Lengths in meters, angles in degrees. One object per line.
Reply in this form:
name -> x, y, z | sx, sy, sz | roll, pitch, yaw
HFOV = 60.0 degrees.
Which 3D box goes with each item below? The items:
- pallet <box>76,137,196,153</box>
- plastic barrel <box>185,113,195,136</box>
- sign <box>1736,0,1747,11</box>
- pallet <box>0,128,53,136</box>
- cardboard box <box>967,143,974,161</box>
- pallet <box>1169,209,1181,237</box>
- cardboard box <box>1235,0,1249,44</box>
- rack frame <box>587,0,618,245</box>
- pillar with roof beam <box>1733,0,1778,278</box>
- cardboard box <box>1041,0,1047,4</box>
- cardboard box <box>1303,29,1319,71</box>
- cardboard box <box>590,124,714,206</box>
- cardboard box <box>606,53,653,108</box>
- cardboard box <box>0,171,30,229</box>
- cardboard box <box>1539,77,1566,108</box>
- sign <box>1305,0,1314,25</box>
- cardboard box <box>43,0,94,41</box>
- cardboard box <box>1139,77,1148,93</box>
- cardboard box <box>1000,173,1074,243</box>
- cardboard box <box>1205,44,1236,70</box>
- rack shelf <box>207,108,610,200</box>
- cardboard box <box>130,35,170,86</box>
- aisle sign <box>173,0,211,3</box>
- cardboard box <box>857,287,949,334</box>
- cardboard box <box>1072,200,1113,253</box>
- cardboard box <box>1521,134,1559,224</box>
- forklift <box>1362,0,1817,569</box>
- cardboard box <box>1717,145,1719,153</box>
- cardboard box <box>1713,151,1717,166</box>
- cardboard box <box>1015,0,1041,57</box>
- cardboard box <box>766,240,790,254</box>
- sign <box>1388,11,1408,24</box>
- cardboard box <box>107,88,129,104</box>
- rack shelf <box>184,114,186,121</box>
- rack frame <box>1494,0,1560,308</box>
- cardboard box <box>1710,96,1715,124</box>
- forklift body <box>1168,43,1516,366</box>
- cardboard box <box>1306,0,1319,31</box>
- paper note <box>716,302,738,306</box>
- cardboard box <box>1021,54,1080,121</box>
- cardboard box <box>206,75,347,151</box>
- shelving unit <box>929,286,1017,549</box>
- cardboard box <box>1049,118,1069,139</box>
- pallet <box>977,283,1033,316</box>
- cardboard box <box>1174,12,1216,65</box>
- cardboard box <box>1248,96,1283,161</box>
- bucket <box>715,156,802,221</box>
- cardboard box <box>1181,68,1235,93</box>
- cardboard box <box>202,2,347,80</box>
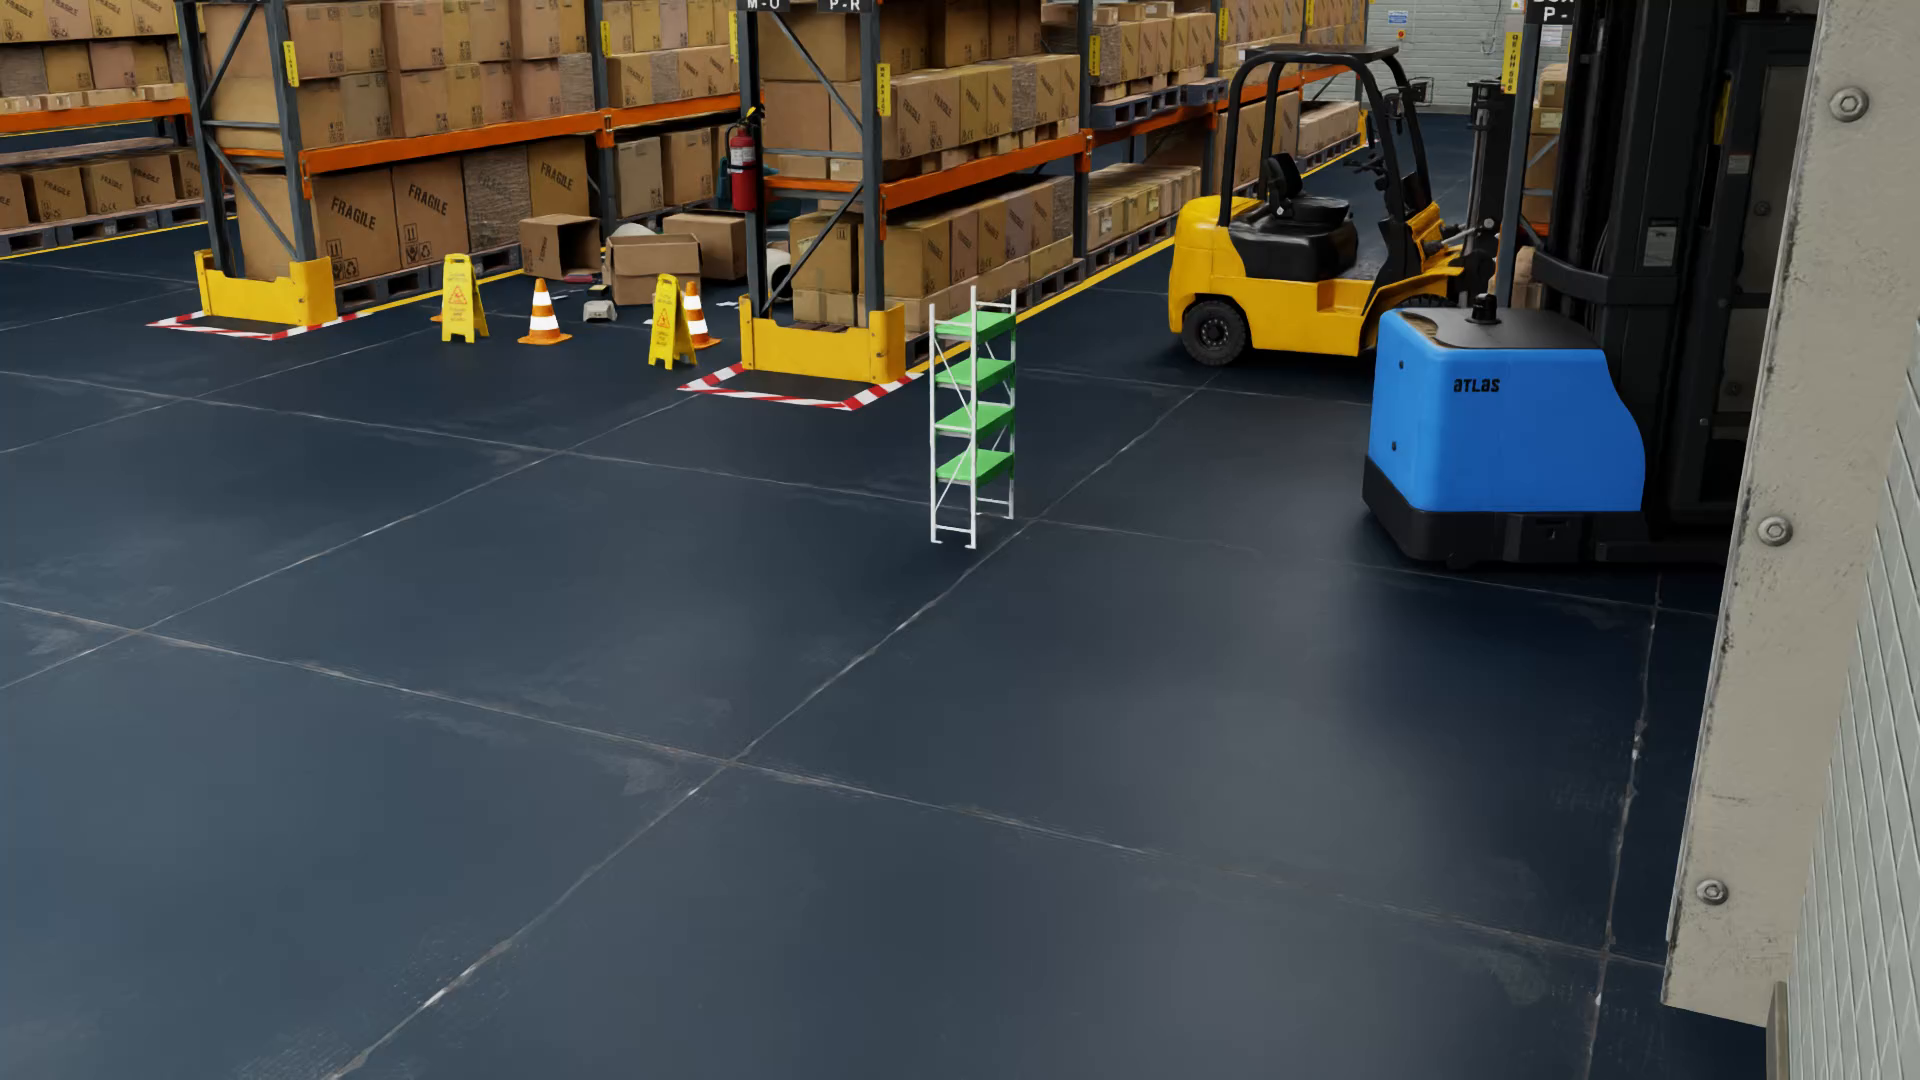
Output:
pallet -> -11.628, -5.516, 23.526 | 1.003, 0.211, 1.213 | 9, 21, 23
plastic barrel -> -11.090, -6.388, 24.430 | 0.600, 0.830, 0.708 | 9, 21, 23
sign -> 8.960, -6.035, 19.096 | 0.100, 0.325, 0.005 | 9, 21, 23
pallet -> -15.452, -6.651, 26.718 | 1.003, 0.211, 1.213 | 9, 21, 23
cardboard box -> -0.116, -2.926, 12.458 | 0.380, 0.149, 0.250 | 9, 22, 25
pallet -> 1.963, -3.469, 17.771 | 1.003, 0.211, 1.213 | 9, 21, 23
cardboard box -> 2.904, -5.810, 18.550 | 0.500, 0.500, 0.500 | 9, 21, 23
rack frame -> -3.911, -4.447, 16.360 | 1.000, 3.000, 0.127 | 9, 21, 23
pillar with roof beam -> 3.175, -7.237, 15.250 | 9.100, 9.000, 0.400 | 9, 21, 23
cardboard box -> 1.043, -8.600, 25.951 | 0.500, 0.500, 0.500 | 8, 21, 22
cardboard box -> 4.354, -6.399, 21.699 | 0.500, 0.500, 0.500 | 9, 22, 24
cardboard box -> -3.340, -4.081, 18.062 | 1.050, 0.750, 0.750 | 9, 21, 23
cardboard box -> -3.450, -4.618, 16.691 | 0.500, 0.500, 0.500 | 9, 21, 23
cardboard box -> -9.548, -3.332, 16.328 | 0.500, 0.500, 0.500 | 15, 25, 37
cardboard box -> 3.493, -2.527, 9.400 | 0.380, 0.149, 0.250 | 9, 21, 23
sign -> 4.422, -6.681, 21.031 | 0.100, 0.325, 0.005 | 9, 21, 23
cardboard box -> -8.945, -5.183, 16.345 | 0.500, 0.500, 0.500 | 9, 21, 23
cardboard box -> 1.564, -4.324, 15.763 | 0.380, 0.149, 0.250 | 9, 21, 23
cardboard box -> 0.649, -2.837, 14.189 | 0.500, 0.500, 0.500 | 8, 21, 22
cardboard box -> 2.717, -5.307, 18.257 | 0.500, 0.250, 0.500 | 8, 21, 22
rack shelf -> -4.730, -3.497, 14.761 | 1.077, 0.370, 4.000 | 9, 21, 23
cardboard box -> -8.872, -5.069, 17.514 | 0.875, 0.500, 0.500 | 9, 21, 23
aisle sign -> -5.851, -4.469, 12.541 | 0.394, 0.787, 0.004 | 9, 21, 23
cardboard box -> -0.409, -1.687, 12.075 | 0.500, 0.250, 0.500 | 8, 21, 22
cardboard box -> 0.859, -2.919, 15.358 | 0.950, 0.372, 0.625 | 9, 21, 23
cardboard box -> 3.500, -2.130, 9.694 | 0.500, 0.500, 0.500 | 8, 21, 21
forklift -> 3.630, -1.395, 7.879 | 3.031, 2.935, 1.130 | 0, 20, -1
cardboard box -> 8.310, -4.243, 18.890 | 0.500, 0.500, 0.500 | 8, 21, 20
cardboard box -> 7.446, -3.861, 16.849 | 0.380, 0.149, 0.250 | 9, 22, 24
cardboard box -> 0.269, -4.352, 14.008 | 0.700, 0.500, 0.500 | 8, 21, 22
cardboard box -> -1.645, -2.556, 15.123 | 0.258, 0.266, 0.396 | -5, 20, -15
sign -> 7.829, -9.347, 29.733 | 0.327, 0.218, 0.001 | 9, 21, 23
cardboard box -> -8.771, -4.559, 17.049 | 0.380, 0.149, 0.250 | 9, 21, 23
rack shelf -> -7.575, -5.431, 20.200 | 1.077, 0.370, 4.000 | 9, 21, 23
rack frame -> 3.539, -1.896, 9.186 | 1.000, 3.000, 0.127 | 9, 21, 23
cardboard box -> 4.399, -2.618, 10.098 | 0.380, 0.149, 0.250 | 9, 21, 23
forklift body -> 2.651, -2.326, 11.663 | 2.313, 2.155, 1.214 | 9, 21, 23
cardboard box -> 4.338, -6.875, 21.545 | 0.500, 0.500, 0.500 | 9, 21, 23
paper note -> -1.936, -1.973, 13.851 | 0.148, 0.019, 0.142 | 18, 26, 41
cardboard box -> 0.692, -3.816, 13.992 | 0.500, 0.500, 0.500 | 8, 21, 21
cardboard box -> -5.438, -3.415, 13.233 | 0.875, 0.550, 0.550 | 9, 21, 23
shelving unit -> 0.068, -0.616, 8.273 | 0.258, 1.200, 0.503 | 9, 21, 23
cardboard box -> 0.697, -3.463, 13.968 | 0.380, 0.149, 0.250 | 9, 22, 24
pallet -> -0.094, -1.900, 13.361 | 1.003, 0.211, 1.213 | 9, 21, 23
cardboard box -> 2.352, -5.230, 17.340 | 0.500, 0.500, 0.500 | 8, 21, 21
cardboard box -> 3.379, -4.963, 20.356 | 0.875, 0.875, 0.875 | 9, 22, 24
bucket -> -1.863, -3.263, 15.647 | 0.726, 0.611, 0.620 | 18, 16, 41
cardboard box -> 2.714, -5.066, 18.324 | 0.500, 0.250, 0.500 | 8, 21, 22
cardboard box -> -5.361, -3.912, 13.019 | 0.875, 0.550, 0.550 | 9, 21, 23
